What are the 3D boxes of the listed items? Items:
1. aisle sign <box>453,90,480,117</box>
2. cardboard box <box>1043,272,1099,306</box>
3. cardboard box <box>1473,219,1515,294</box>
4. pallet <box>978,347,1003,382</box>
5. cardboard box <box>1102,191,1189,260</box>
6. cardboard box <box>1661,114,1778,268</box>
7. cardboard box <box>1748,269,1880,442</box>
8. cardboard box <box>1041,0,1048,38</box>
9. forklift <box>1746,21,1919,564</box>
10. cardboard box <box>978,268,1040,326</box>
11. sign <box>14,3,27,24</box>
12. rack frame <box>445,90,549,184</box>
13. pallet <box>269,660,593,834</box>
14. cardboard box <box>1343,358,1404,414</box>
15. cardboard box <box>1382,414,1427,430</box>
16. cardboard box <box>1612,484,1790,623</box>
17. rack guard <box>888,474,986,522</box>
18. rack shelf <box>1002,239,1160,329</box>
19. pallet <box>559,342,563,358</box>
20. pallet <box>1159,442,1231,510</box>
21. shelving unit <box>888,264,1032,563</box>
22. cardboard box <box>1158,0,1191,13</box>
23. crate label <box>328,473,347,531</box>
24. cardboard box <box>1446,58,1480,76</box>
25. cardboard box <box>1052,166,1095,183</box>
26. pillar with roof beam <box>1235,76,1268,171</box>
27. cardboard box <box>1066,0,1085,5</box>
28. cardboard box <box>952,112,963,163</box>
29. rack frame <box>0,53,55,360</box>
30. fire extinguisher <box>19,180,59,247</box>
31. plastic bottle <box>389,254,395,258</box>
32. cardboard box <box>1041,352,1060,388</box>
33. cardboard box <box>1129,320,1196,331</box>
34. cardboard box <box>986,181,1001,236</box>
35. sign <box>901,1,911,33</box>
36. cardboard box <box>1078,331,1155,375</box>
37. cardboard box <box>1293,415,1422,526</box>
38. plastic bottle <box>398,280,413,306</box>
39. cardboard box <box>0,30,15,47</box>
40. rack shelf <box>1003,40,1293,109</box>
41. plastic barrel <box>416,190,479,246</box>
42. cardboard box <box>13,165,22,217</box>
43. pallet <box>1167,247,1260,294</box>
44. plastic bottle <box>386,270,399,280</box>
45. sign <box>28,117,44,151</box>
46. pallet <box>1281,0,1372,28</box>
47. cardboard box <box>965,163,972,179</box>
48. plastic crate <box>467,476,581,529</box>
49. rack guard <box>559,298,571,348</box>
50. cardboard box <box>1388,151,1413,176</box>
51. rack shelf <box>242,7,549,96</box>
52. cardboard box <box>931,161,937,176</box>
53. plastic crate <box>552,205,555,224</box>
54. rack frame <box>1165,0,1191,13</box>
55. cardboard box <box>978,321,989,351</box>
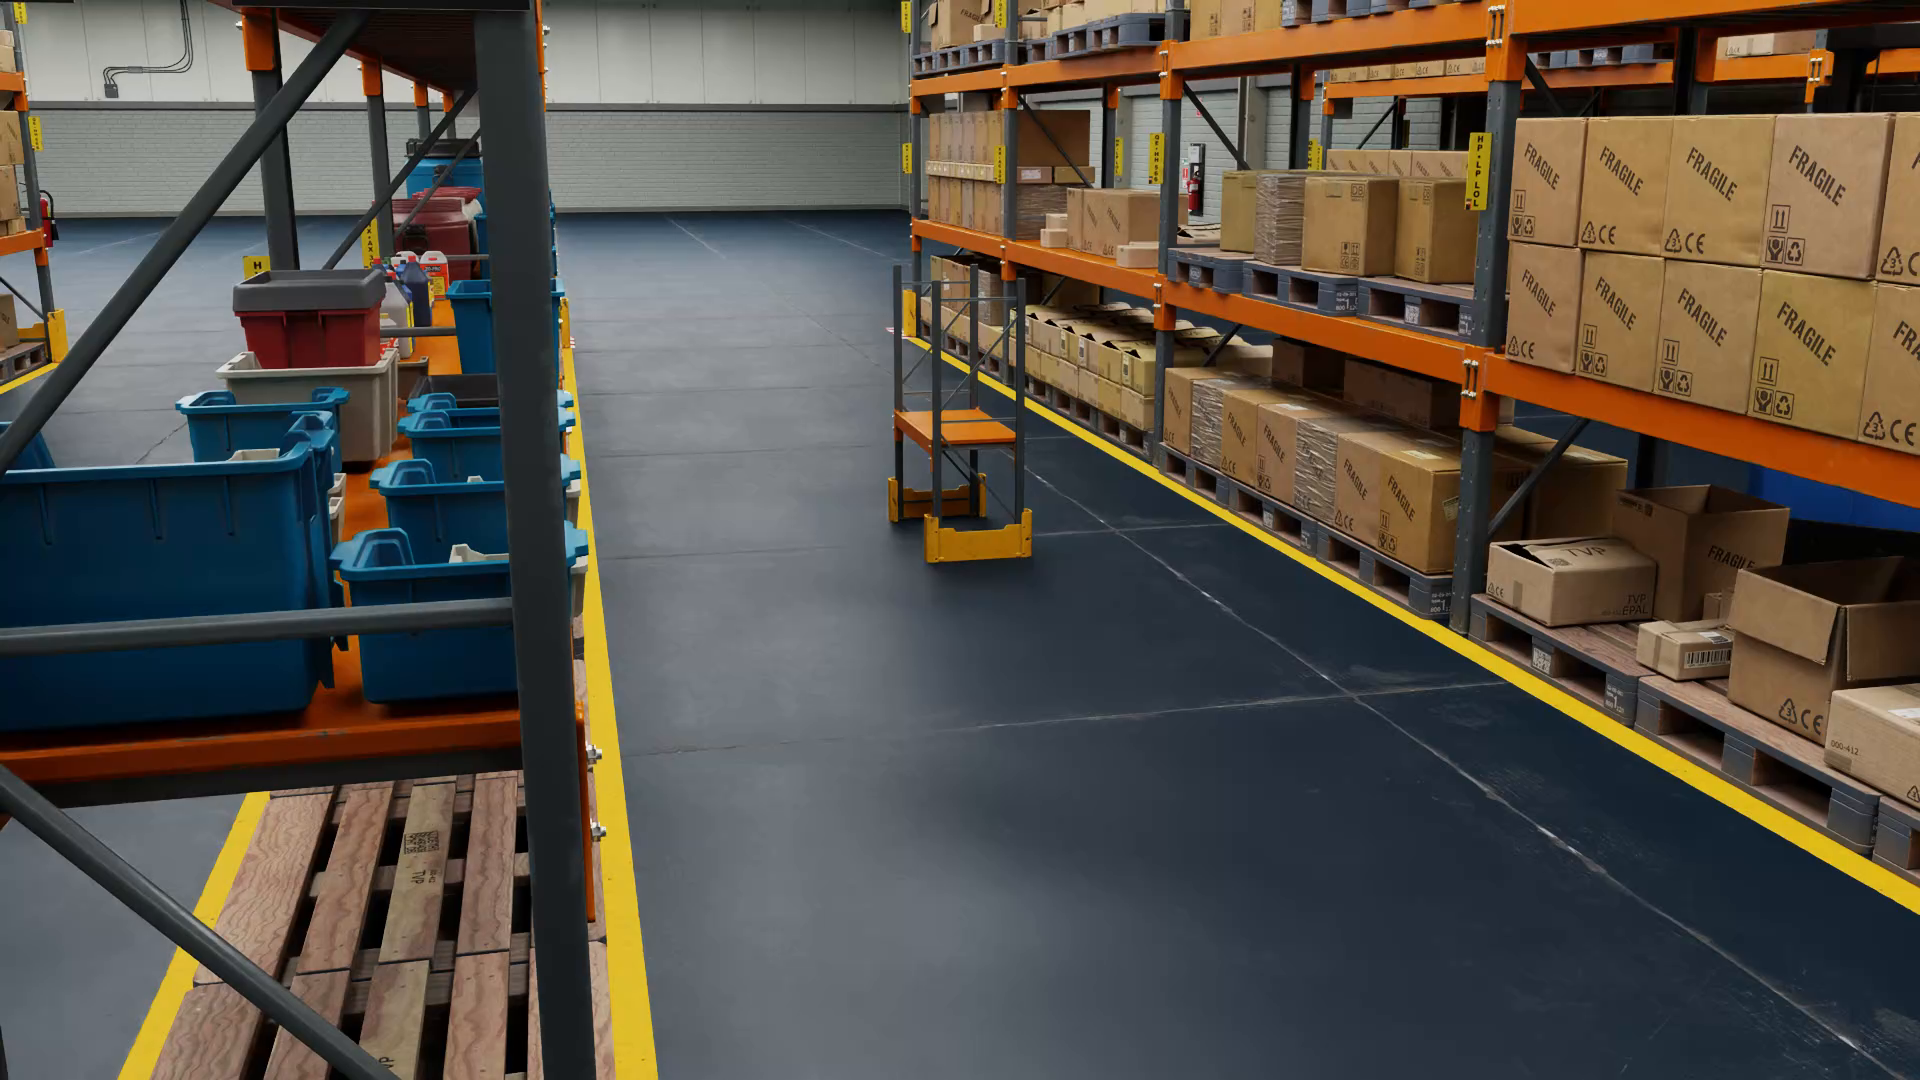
[{"bbox_3d":[-5.165,-4.812,17.325,0.394,0.787,0.004,-3,14,-13],"label":"aisle sign"},{"bbox_3d":[1.087,-2.258,15.679,0.500,0.500,0.500,-3,14,-13],"label":"cardboard box"},{"bbox_3d":[2.877,-1.430,7.865,0.700,0.500,0.500,-9,16,-32],"label":"cardboard box"},{"bbox_3d":[0.746,-1.733,16.074,1.003,0.211,1.213,-3,14,-13],"label":"pallet"},{"bbox_3d":[1.421,-2.413,12.774,0.500,0.500,0.500,-4,14,-16],"label":"cardboard box"},{"bbox_3d":[2.850,-1.228,5.816,0.500,0.500,0.500,-4,14,-15],"label":"cardboard box"},{"bbox_3d":[2.985,-0.621,5.438,0.500,0.500,0.500,-3,14,-14],"label":"cardboard box"},{"bbox_3d":[1.030,-4.810,15.084,0.500,0.500,0.500,-2,14,-9],"label":"cardboard box"},{"bbox_3d":[5.336,-1.497,9.380,1.130,2.935,3.031,9,16,32],"label":"forklift"},{"bbox_3d":[0.464,-2.345,16.033,0.500,0.500,0.500,-3,14,-13],"label":"cardboard box"},{"bbox_3d":[-9.134,-5.186,16.150,0.100,0.325,0.005,-3,14,-13],"label":"sign"},{"bbox_3d":[-4.863,-3.549,17.633,1.000,3.000,0.127,-3,14,-13],"label":"rack frame"},{"bbox_3d":[-1.835,0.741,5.947,1.003,0.211,1.213,-3,14,-13],"label":"pallet"},{"bbox_3d":[2.541,-0.891,9.514,0.500,0.250,0.500,-4,14,-14],"label":"cardboard box"},{"bbox_3d":[2.648,-0.419,9.160,0.500,0.500,0.500,-3,14,-13],"label":"cardboard box"},{"bbox_3d":[3.180,0.060,7.200,0.500,0.500,0.500,-3,14,-13],"label":"cardboard box"},{"bbox_3d":[-0.135,-0.254,9.940,0.587,0.250,0.087,-3,14,-13],"label":"rack guard"},{"bbox_3d":[1.361,-2.091,13.179,1.077,0.370,4.000,-3,14,-13],"label":"rack shelf"},{"bbox_3d":[-4.331,-1.711,15.985,1.003,0.211,1.213,-3,14,-13],"label":"pallet"},{"bbox_3d":[1.970,-0.450,10.823,1.003,0.211,1.213,-3,14,-13],"label":"pallet"},{"bbox_3d":[-0.018,-0.746,9.321,0.587,1.500,1.083,-3,14,-13],"label":"shelving unit"},{"bbox_3d":[1.670,-3.668,11.233,0.500,0.250,0.500,-4,14,-17],"label":"cardboard box"},{"bbox_3d":[-1.616,-0.067,3.812,0.396,0.136,0.243,-3,14,-13],"label":"crate label"},{"bbox_3d":[5.241,-4.914,16.647,0.500,0.500,0.500,-5,14,-18],"label":"cardboard box"},{"bbox_3d":[1.017,-3.338,15.192,0.380,0.149,0.250,-3,14,-13],"label":"cardboard box"},{"bbox_3d":[0.178,-8.046,23.401,9.100,9.000,0.400,-3,14,-13],"label":"pillar with roof beam"},{"bbox_3d":[1.154,-4.579,13.382,0.500,0.500,0.500,-2,14,-8],"label":"cardboard box"},{"bbox_3d":[0.310,-4.145,17.129,0.700,0.500,0.500,-3,14,-13],"label":"cardboard box"},{"bbox_3d":[-9.678,-3.273,16.503,1.000,3.000,0.127,-3,14,-13],"label":"rack frame"},{"bbox_3d":[-9.257,-3.287,16.725,0.296,0.674,0.183,-3,14,-13],"label":"fire extinguisher"},{"bbox_3d":[-3.164,-1.450,9.290,0.061,0.283,0.133,-3,14,-13],"label":"plastic bottle"},{"bbox_3d":[0.989,-1.425,13.850,0.500,0.250,0.500,-4,14,-15],"label":"cardboard box"},{"bbox_3d":[1.623,-1.614,13.438,0.500,0.311,0.500,-3,14,-14],"label":"cardboard box"},{"bbox_3d":[0.651,-3.173,15.885,0.700,0.500,0.500,-3,14,-14],"label":"cardboard box"},{"bbox_3d":[-0.589,-5.715,18.169,0.100,0.325,0.005,-3,14,-13],"label":"sign"},{"bbox_3d":[1.225,-1.463,12.820,0.500,0.311,0.500,-3,14,-14],"label":"cardboard box"},{"bbox_3d":[2.151,-0.383,9.016,0.500,0.500,0.500,-3,14,-12],"label":"cardboard box"},{"bbox_3d":[-2.625,-1.087,7.829,0.097,0.271,0.097,0,14,0],"label":"plastic bottle"},{"bbox_3d":[-9.309,-4.804,15.926,0.380,0.149,0.250,-3,14,-13],"label":"cardboard box"},{"bbox_3d":[1.361,-3.548,12.823,1.077,0.370,4.000,-3,14,-13],"label":"rack shelf"},{"bbox_3d":[-3.740,-2.290,12.194,0.433,0.535,0.433,0,14,0],"label":"plastic barrel"},{"bbox_3d":[-9.575,-3.337,15.930,0.875,0.500,0.500,-3,14,-13],"label":"cardboard box"},{"bbox_3d":[2.059,-1.733,10.604,1.213,0.211,1.003,-3,14,-13],"label":"pallet"},{"bbox_3d":[-2.871,-1.205,8.302,0.152,0.276,0.135,-3,14,-13],"label":"plastic bottle"},{"bbox_3d":[-9.134,-4.015,16.436,0.100,0.325,0.005,-3,14,-13],"label":"sign"},{"bbox_3d":[2.439,-2.815,8.705,1.213,0.211,1.003,-3,14,-13],"label":"pallet"},{"bbox_3d":[0.258,-3.670,16.551,0.380,0.149,0.250,-3,14,-11],"label":"cardboard box"},{"bbox_3d":[-0.998,-0.069,3.819,0.250,0.136,0.298,-3,14,-13],"label":"plastic crate"},{"bbox_3d":[-4.800,-2.320,17.869,1.175,0.500,0.348,-3,14,-13],"label":"rack guard"},{"bbox_3d":[4.941,-3.923,17.857,0.500,0.500,0.500,-3,14,-11],"label":"cardboard box"},{"bbox_3d":[-2.515,-2.350,7.920,1.077,0.370,4.000,-3,14,-13],"label":"rack shelf"},{"bbox_3d":[-0.100,-4.025,18.002,0.380,0.149,0.250,-4,14,-15],"label":"cardboard box"},{"bbox_3d":[-4.308,-3.228,16.632,0.499,0.251,0.408,-3,14,-13],"label":"plastic crate"},{"bbox_3d":[1.831,-4.893,10.493,1.000,3.000,0.127,-3,14,-13],"label":"rack frame"},{"bbox_3d":[0.463,-1.980,16.121,0.500,0.250,0.500,-3,14,-13],"label":"cardboard box"}]
